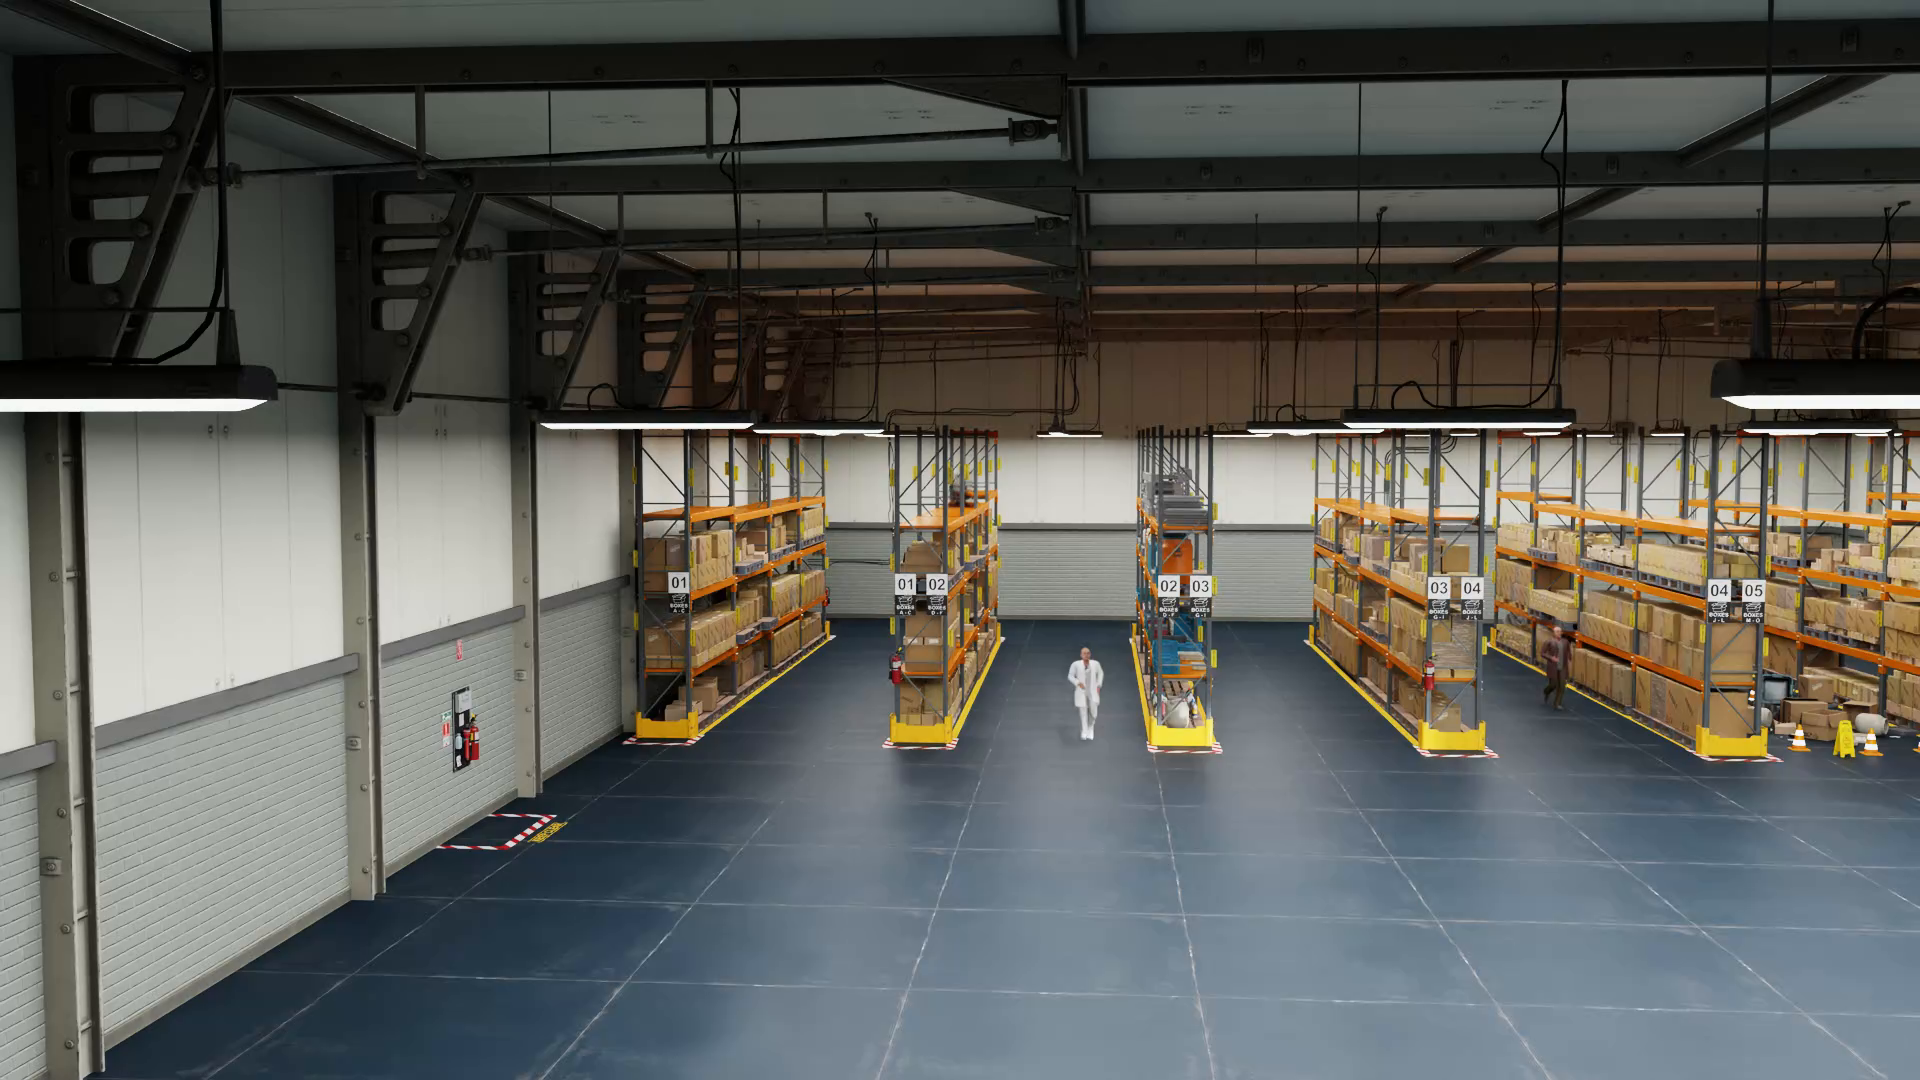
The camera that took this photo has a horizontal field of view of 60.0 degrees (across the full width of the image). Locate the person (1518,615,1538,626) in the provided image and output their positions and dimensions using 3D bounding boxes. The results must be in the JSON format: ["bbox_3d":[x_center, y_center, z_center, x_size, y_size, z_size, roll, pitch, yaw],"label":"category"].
[{"bbox_3d":[16.345,2.032,47.870,0.560,1.662,0.617,-1,3,-10],"label":"person"}]

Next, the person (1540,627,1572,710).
[{"bbox_3d":[12.703,2.719,35.414,0.708,1.748,0.803,0,3,-2],"label":"person"}]

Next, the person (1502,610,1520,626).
[{"bbox_3d":[15.747,2.048,47.413,0.934,1.630,0.624,1,4,16],"label":"person"}]

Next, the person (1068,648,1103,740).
[{"bbox_3d":[2.414,2.945,31.729,0.704,1.778,0.628,0,3,-5],"label":"person"}]

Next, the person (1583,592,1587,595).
[{"bbox_3d":[16.792,2.221,44.802,0.515,1.639,0.745,0,3,7],"label":"person"}]
